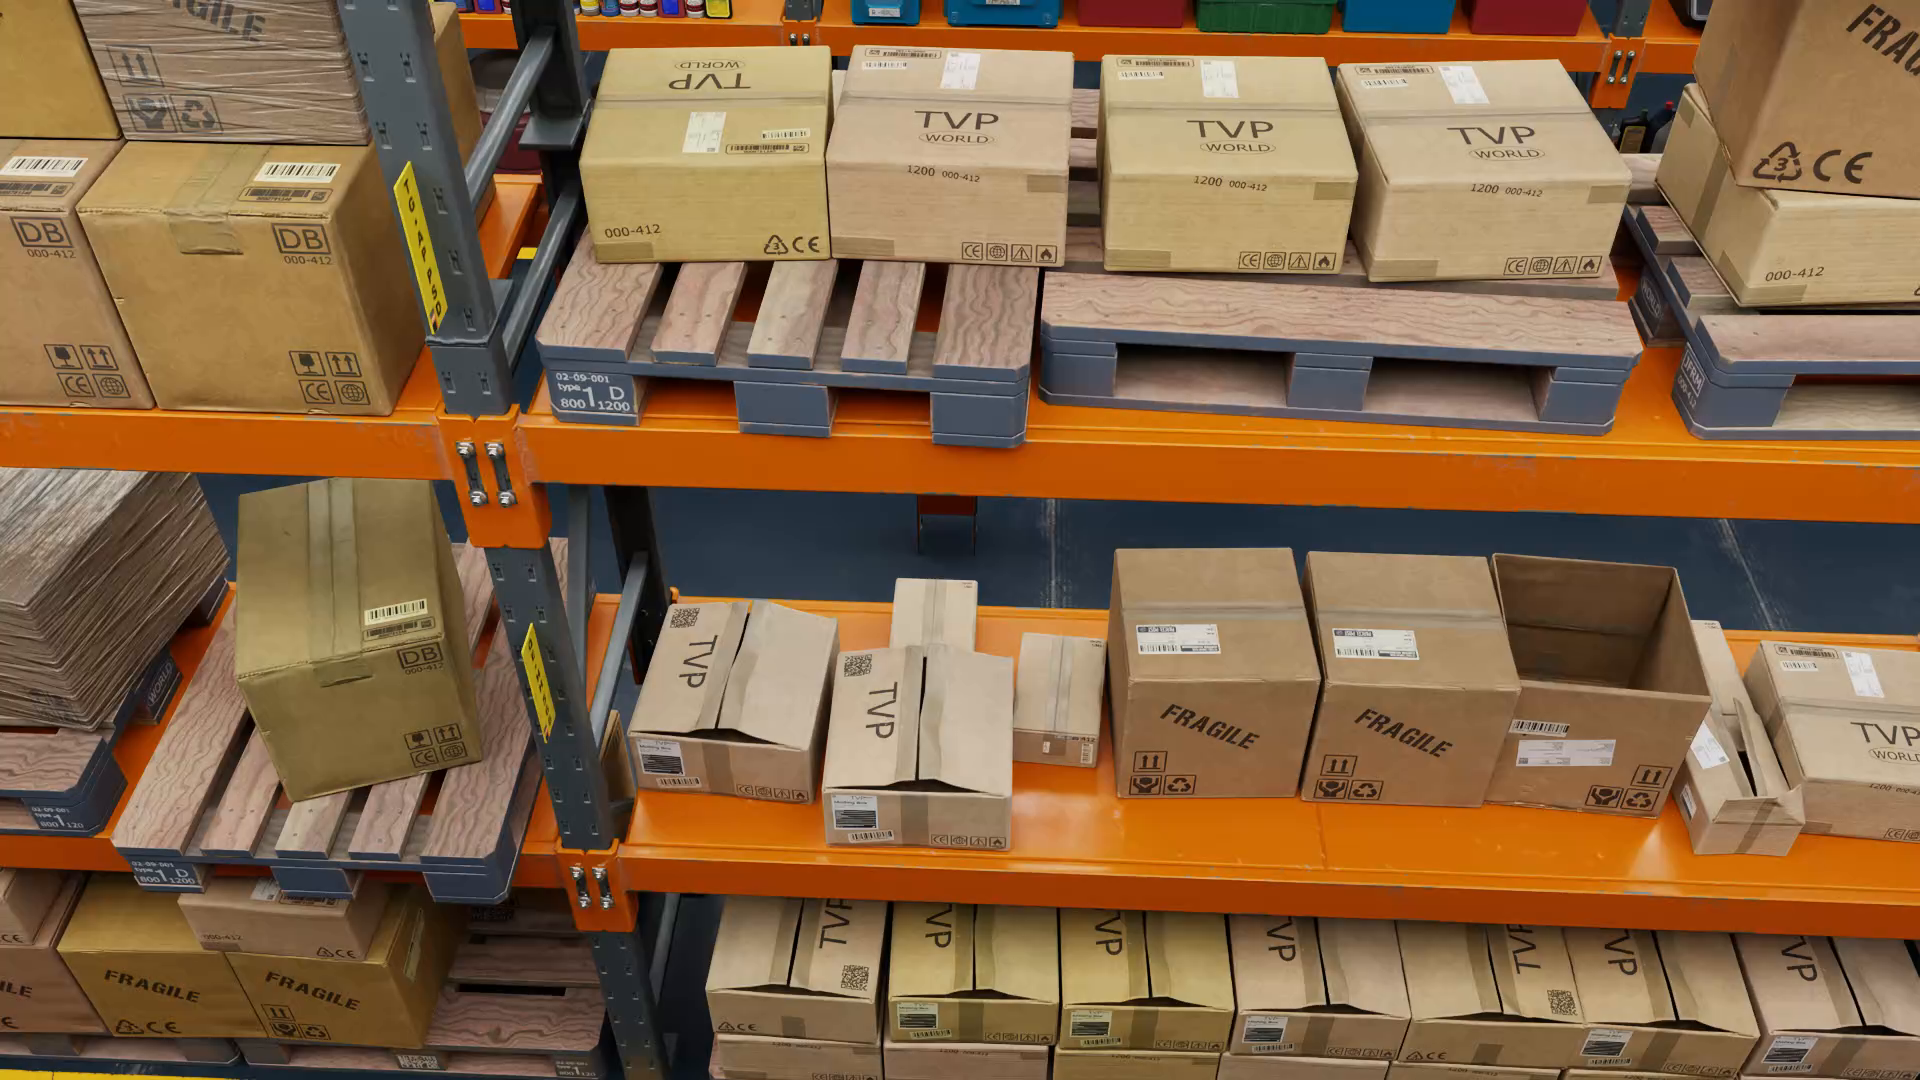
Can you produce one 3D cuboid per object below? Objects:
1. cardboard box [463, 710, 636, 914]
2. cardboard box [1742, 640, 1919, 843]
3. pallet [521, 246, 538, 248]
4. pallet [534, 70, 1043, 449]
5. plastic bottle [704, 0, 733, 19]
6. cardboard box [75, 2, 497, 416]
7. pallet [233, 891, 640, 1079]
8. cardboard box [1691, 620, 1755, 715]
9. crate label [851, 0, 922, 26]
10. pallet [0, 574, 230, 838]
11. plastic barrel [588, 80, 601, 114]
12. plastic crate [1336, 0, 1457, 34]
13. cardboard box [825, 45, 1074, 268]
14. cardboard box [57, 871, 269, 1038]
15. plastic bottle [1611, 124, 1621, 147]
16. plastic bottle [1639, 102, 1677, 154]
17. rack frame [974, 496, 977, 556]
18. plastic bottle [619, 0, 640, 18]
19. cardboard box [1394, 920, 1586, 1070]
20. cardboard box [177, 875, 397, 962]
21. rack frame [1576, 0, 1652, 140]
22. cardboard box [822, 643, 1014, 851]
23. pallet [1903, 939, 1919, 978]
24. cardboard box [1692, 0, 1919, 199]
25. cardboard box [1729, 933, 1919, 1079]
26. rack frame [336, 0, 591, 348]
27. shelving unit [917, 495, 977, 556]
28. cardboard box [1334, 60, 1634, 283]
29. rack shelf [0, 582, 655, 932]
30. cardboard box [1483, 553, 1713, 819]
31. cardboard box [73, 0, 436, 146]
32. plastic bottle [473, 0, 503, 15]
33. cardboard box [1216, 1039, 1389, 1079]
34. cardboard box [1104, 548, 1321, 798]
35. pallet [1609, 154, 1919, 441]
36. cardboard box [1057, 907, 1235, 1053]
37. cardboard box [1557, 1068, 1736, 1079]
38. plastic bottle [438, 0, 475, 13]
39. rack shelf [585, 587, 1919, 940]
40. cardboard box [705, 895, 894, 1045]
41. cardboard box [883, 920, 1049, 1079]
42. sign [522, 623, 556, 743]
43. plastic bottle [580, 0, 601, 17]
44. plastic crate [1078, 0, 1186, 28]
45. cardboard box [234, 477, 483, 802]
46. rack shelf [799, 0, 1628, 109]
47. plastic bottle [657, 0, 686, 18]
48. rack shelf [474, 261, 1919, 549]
[{"bbox_3d":[-1.432,0.913,5.665,0.500,0.500,0.500,3,43,4],"label":"cardboard box"},{"bbox_3d":[2.512,0.561,4.643,0.500,0.250,0.500,4,43,5],"label":"cardboard box"},{"bbox_3d":[-2.769,-2.019,9.348,1.213,0.211,1.003,2,43,2],"label":"pallet"},{"bbox_3d":[-0.308,-0.700,3.824,1.003,0.211,1.213,4,43,4],"label":"pallet"},{"bbox_3d":[-1.187,-2.684,8.101,0.133,0.283,0.061,2,43,2],"label":"plastic bottle"},{"bbox_3d":[-1.428,-0.756,3.673,0.500,0.500,0.910,2,43,2],"label":"cardboard box"},{"bbox_3d":[-1.734,1.340,5.742,1.213,0.211,1.003,2,43,2],"label":"pallet"},{"bbox_3d":[2.130,0.417,4.872,0.250,0.149,0.380,2,43,2],"label":"cardboard box"},{"bbox_3d":[-0.360,-2.675,8.129,0.416,0.233,0.303,2,43,2],"label":"crate label"},{"bbox_3d":[-2.933,0.382,4.866,1.213,0.211,1.003,2,43,2],"label":"pallet"},{"bbox_3d":[-1.821,-2.208,9.022,0.421,0.512,0.421,0,43,0],"label":"plastic barrel"},{"bbox_3d":[2.116,-2.698,8.043,0.575,0.384,0.392,2,43,2],"label":"plastic crate"},{"bbox_3d":[-0.010,-0.849,3.647,0.500,0.250,0.500,3,43,3],"label":"cardboard box"},{"bbox_3d":[-2.452,1.237,5.318,0.500,0.500,0.500,0,43,0],"label":"cardboard box"},{"bbox_3d":[3.609,-2.220,9.248,0.097,0.201,0.097,0,43,0],"label":"plastic bottle"},{"bbox_3d":[3.889,-2.250,9.171,0.185,0.351,0.144,1,43,1],"label":"plastic bottle"},{"bbox_3d":[0.068,-0.382,6.975,0.008,1.050,0.200,2,43,2],"label":"rack frame"},{"bbox_3d":[-1.629,-2.680,8.157,0.097,0.201,0.097,0,43,0],"label":"plastic bottle"},{"bbox_3d":[1.570,1.292,5.045,0.500,0.311,0.500,2,43,2],"label":"cardboard box"},{"bbox_3d":[-1.992,0.980,5.044,0.500,0.250,0.500,3,43,4],"label":"cardboard box"},{"bbox_3d":[3.232,-2.882,8.228,0.127,3.000,1.000,2,43,2],"label":"rack frame"},{"bbox_3d":[-0.106,0.560,4.599,0.500,0.311,0.500,1,43,1],"label":"cardboard box"},{"bbox_3d":[3.798,1.564,5.501,1.213,0.211,1.003,2,43,2],"label":"pallet"},{"bbox_3d":[1.821,-1.027,3.289,0.500,0.500,0.500,6,43,6],"label":"cardboard box"},{"bbox_3d":[2.588,1.321,5.014,0.500,0.311,0.500,2,43,2],"label":"cardboard box"},{"bbox_3d":[-0.990,-1.827,2.695,0.127,3.000,1.000,2,43,2],"label":"rack frame"},{"bbox_3d":[-0.053,-0.386,6.979,0.252,1.050,0.215,2,43,2],"label":"shelving unit"},{"bbox_3d":[1.098,-0.806,3.601,0.500,0.250,0.500,-2,43,-2],"label":"cardboard box"},{"bbox_3d":[-2.988,0.570,5.051,4.000,0.370,1.077,2,43,2],"label":"rack shelf"},{"bbox_3d":[1.713,0.404,4.628,0.500,0.500,0.500,5,43,5],"label":"cardboard box"},{"bbox_3d":[-1.426,-1.149,3.361,0.500,0.500,0.500,2,43,2],"label":"cardboard box"},{"bbox_3d":[-2.329,-2.719,8.139,0.133,0.283,0.061,2,43,2],"label":"plastic bottle"},{"bbox_3d":[1.054,1.479,5.256,0.500,0.250,0.500,3,43,3],"label":"cardboard box"},{"bbox_3d":[0.687,0.372,4.662,0.500,0.500,0.500,0,43,0],"label":"cardboard box"},{"bbox_3d":[2.124,-0.555,3.670,1.217,0.209,0.805,0,43,0],"label":"pallet"},{"bbox_3d":[0.554,1.259,5.081,0.500,0.311,0.500,1,43,1],"label":"cardboard box"},{"bbox_3d":[2.073,1.511,5.221,0.500,0.250,0.500,1,43,1],"label":"cardboard box"},{"bbox_3d":[-2.486,-2.777,8.152,0.185,0.351,0.144,2,43,2],"label":"plastic bottle"},{"bbox_3d":[1.008,0.693,4.919,4.000,0.370,1.077,2,43,2],"label":"rack shelf"},{"bbox_3d":[-0.480,1.232,5.110,0.500,0.311,0.500,3,43,3],"label":"cardboard box"},{"bbox_3d":[0.022,1.452,5.286,0.500,0.250,0.500,1,43,1],"label":"cardboard box"},{"bbox_3d":[-1.005,0.343,3.975,0.005,0.325,0.100,2,43,2],"label":"sign"},{"bbox_3d":[-1.824,-2.686,8.164,0.097,0.201,0.097,0,43,0],"label":"plastic bottle"},{"bbox_3d":[0.837,-2.770,8.061,0.583,0.464,0.402,2,43,2],"label":"plastic crate"},{"bbox_3d":[-1.625,0.235,4.501,0.500,0.500,0.700,-12,44,-12],"label":"cardboard box"},{"bbox_3d":[1.234,-2.680,8.539,4.000,0.370,1.077,2,43,2],"label":"rack shelf"},{"bbox_3d":[-1.417,-2.691,8.109,0.133,0.283,0.061,2,43,2],"label":"plastic bottle"},{"bbox_3d":[1.008,-0.405,3.896,4.000,0.370,1.077,2,43,2],"label":"rack shelf"}]
